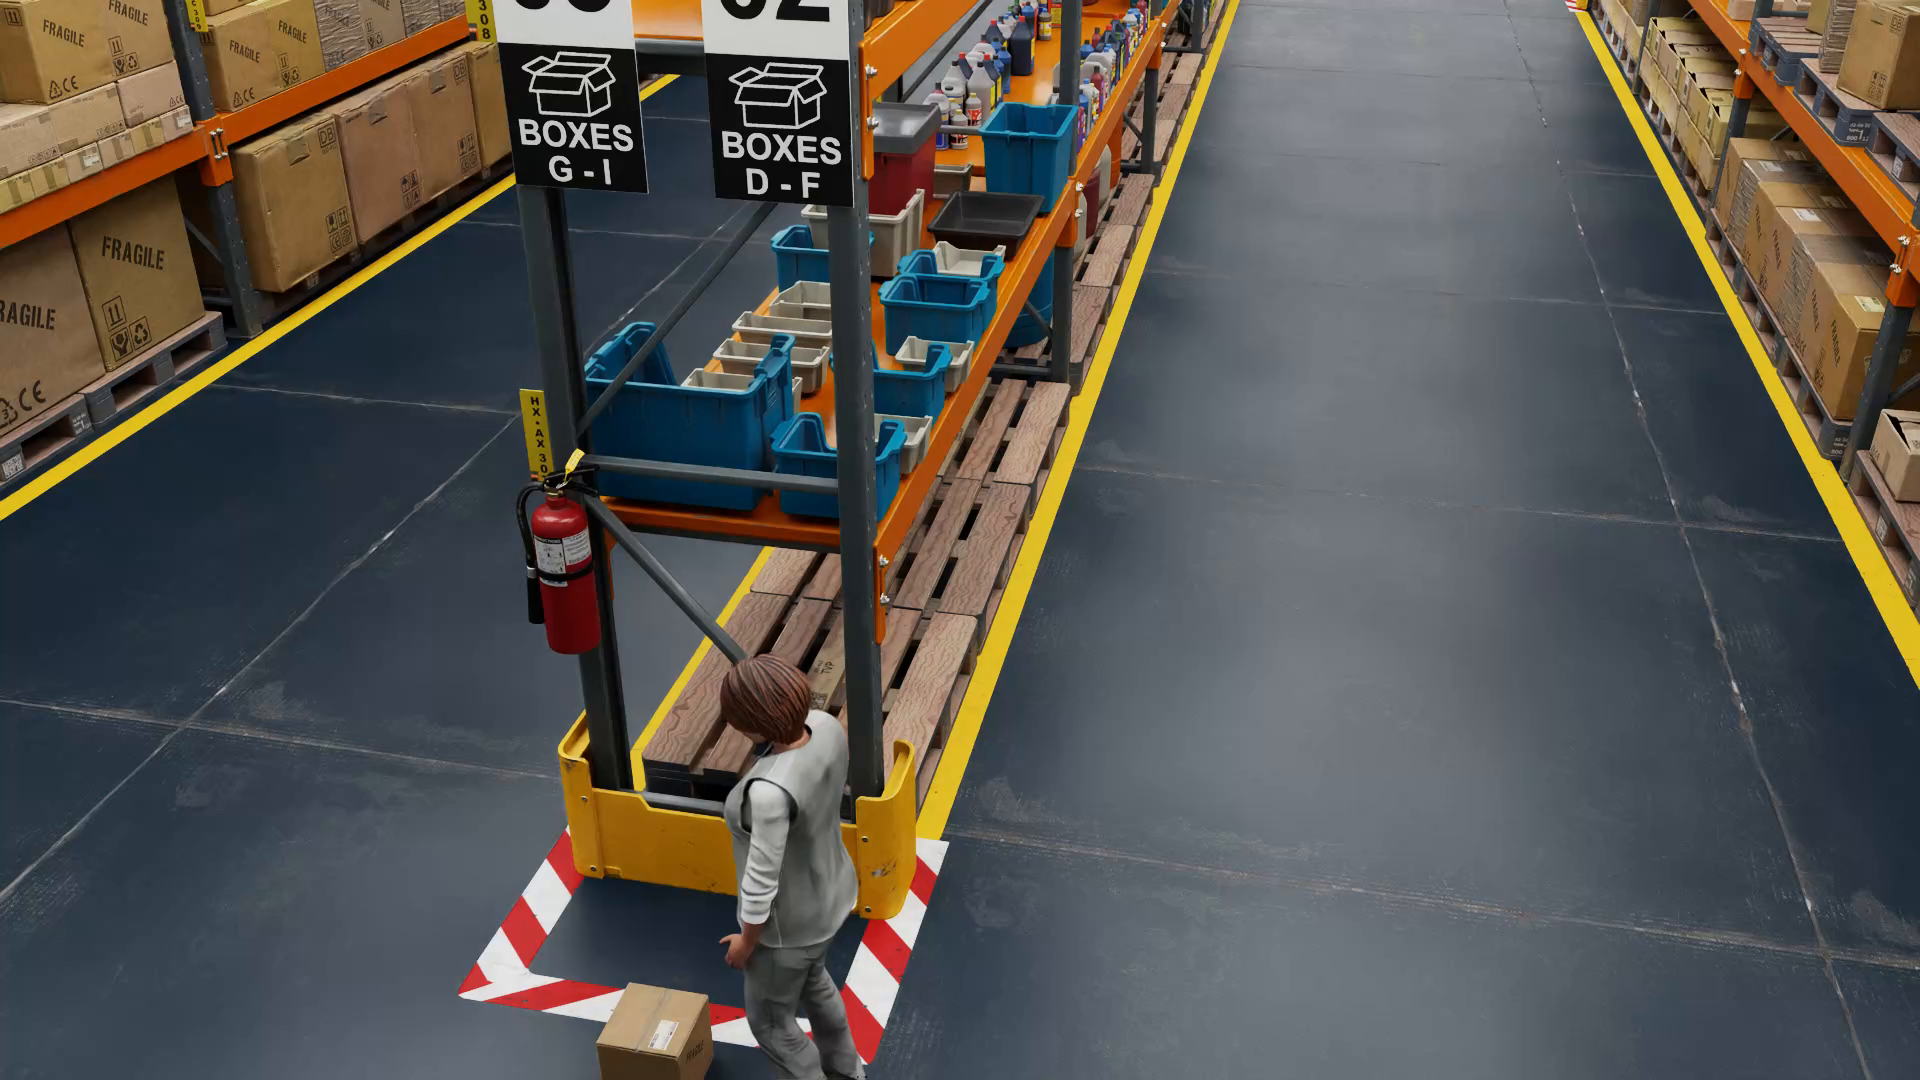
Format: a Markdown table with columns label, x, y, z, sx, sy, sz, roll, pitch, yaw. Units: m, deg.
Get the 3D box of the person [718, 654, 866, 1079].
| label | x | y | z | sx | sy | sz | roll | pitch | yaw |
| --- | --- | --- | --- | --- | --- | --- | --- | --- | --- |
| person | -0.449 | 0.993 | 4.419 | 0.298 | 1.590 | 0.410 | 10 | 30 | 17 |
